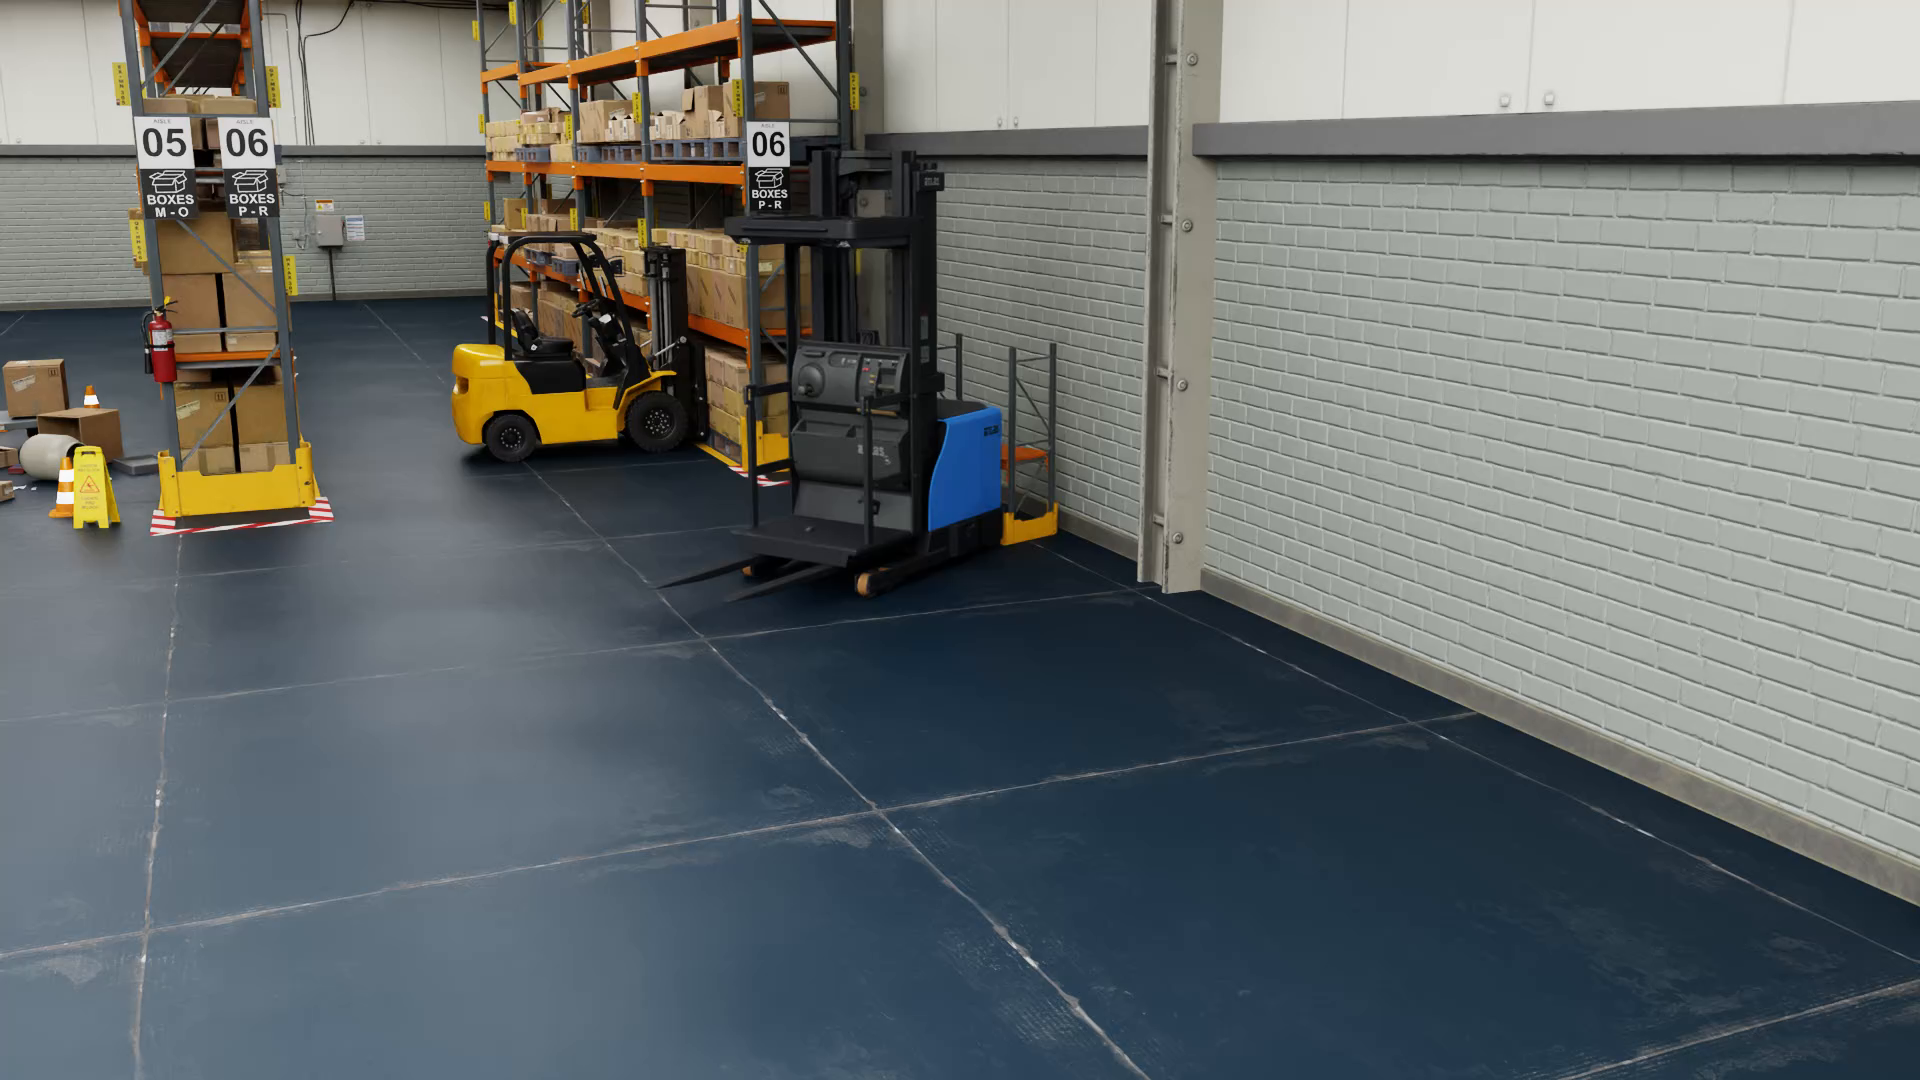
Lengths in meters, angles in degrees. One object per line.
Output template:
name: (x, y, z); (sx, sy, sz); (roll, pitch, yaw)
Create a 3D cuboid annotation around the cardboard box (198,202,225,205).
cardboard box: (-7.479, -3.005, 16.104); (0.700, 0.500, 0.500); (-6, 14, -23)

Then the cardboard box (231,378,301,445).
cardboard box: (-6.118, -1.143, 14.660); (0.500, 0.500, 0.500); (-6, 14, -25)

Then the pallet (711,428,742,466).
pallet: (-1.837, -0.961, 16.554); (1.003, 0.211, 1.213); (-6, 14, -23)

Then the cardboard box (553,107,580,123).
cardboard box: (-5.977, -6.475, 25.367); (0.396, 0.266, 0.258); (-6, 14, -23)

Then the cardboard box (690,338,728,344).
cardboard box: (-2.783, -2.007, 17.840); (0.500, 0.250, 0.500); (-5, 14, -21)

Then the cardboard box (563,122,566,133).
cardboard box: (-5.267, -5.704, 23.000); (0.380, 0.149, 0.250); (-6, 14, -25)

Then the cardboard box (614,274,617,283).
cardboard box: (-4.127, -3.314, 20.868); (0.500, 0.250, 0.500); (-5, 14, -21)

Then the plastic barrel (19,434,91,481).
plastic barrel: (-8.253, -0.751, 15.176); (0.512, 0.421, 0.421); (4, 14, 16)

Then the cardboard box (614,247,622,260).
cardboard box: (-3.938, -3.452, 20.358); (0.500, 0.250, 0.500); (-5, 14, -22)

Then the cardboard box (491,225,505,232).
cardboard box: (-7.966, -5.425, 29.329); (0.500, 0.250, 0.500); (-6, 14, -23)

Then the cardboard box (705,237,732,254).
cardboard box: (-2.323, -2.932, 16.564); (0.380, 0.149, 0.250); (-5, 14, -22)

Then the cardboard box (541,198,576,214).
cardboard box: (-6.652, -5.413, 27.617); (0.500, 0.500, 0.500); (-6, 14, -25)

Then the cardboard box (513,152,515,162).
cardboard box: (-7.003, -6.189, 26.865); (0.380, 0.149, 0.250); (-6, 14, -23)

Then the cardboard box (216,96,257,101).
cardboard box: (-7.717, -4.638, 17.897); (0.500, 0.250, 0.500); (-6, 14, -24)

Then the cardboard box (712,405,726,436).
cardboard box: (-2.160, -1.202, 16.580); (0.500, 0.250, 0.500); (-6, 14, -23)

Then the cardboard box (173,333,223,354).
cardboard box: (-6.384, -1.652, 13.912); (0.380, 0.149, 0.250); (-5, 14, -21)

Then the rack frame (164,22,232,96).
rack frame: (-12.448, -7.945, 27.239); (1.000, 3.000, 0.127); (-6, 14, -23)

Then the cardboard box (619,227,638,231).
cardboard box: (-4.381, -4.134, 22.419); (0.380, 0.149, 0.250); (-5, 14, -21)

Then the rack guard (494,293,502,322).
rack guard: (-7.871, -4.237, 30.070); (1.175, 0.500, 0.348); (-6, 14, -23)

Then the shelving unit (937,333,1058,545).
shelving unit: (0.186, -0.822, 13.097); (1.083, 1.500, 0.587); (13, 18, 43)

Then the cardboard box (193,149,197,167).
cardboard box: (-6.643, -3.210, 13.992); (0.380, 0.149, 0.250); (-5, 14, -21)

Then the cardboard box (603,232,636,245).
cardboard box: (-4.312, -3.825, 21.083); (0.380, 0.149, 0.250); (-5, 14, -22)

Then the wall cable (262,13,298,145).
wall cable: (-14.294, -9.162, 32.498); (2.355, 3.000, 0.029); (-6, 14, -23)

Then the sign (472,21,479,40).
sign: (-8.399, -8.838, 28.854); (0.100, 0.325, 0.005); (-6, 14, -23)

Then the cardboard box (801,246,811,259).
cardboard box: (-1.431, -2.764, 15.839); (0.380, 0.149, 0.250); (-6, 14, -24)

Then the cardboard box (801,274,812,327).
cardboard box: (-1.436, -2.341, 16.113); (0.500, 0.500, 0.500); (-5, 14, -21)

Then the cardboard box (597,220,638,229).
cardboard box: (-4.760, -4.192, 23.176); (0.500, 0.500, 0.500); (-5, 14, -20)

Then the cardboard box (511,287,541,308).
cardboard box: (-7.316, -4.024, 28.218); (0.500, 0.500, 0.500); (-5, 14, -22)

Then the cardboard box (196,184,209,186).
cardboard box: (-12.115, -5.561, 26.369); (0.380, 0.149, 0.250); (-5, 14, -22)

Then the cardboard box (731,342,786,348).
cardboard box: (-2.104, -1.948, 17.581); (0.500, 0.250, 0.500); (-6, 14, -24)

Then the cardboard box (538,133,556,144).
cardboard box: (-5.905, -5.824, 24.133); (0.380, 0.149, 0.250); (-5, 14, -22)

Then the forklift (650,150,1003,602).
forklift: (-0.887, -1.162, 11.390); (1.130, 2.935, 3.031); (8, 15, 31)

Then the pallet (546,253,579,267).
pallet: (-5.480, -4.126, 24.470); (1.003, 0.211, 1.213); (-6, 14, -23)

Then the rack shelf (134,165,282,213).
rack shelf: (-6.840, -3.240, 15.161); (1.077, 0.370, 4.000); (-6, 14, -23)

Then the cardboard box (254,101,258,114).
cardboard box: (-6.153, -3.643, 14.096); (0.380, 0.149, 0.250); (-6, 14, -23)

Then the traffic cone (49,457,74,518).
traffic cone: (-7.393, -0.453, 13.799); (0.336, 0.463, 0.334); (-6, 14, -23)

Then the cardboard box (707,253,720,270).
cardboard box: (-2.304, -2.789, 16.607); (0.380, 0.149, 0.250); (-6, 14, -25)

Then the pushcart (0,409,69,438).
pushcart: (-9.710, -1.049, 16.565); (1.648, 0.377, 0.936); (-12, 18, -42)

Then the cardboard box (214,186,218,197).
cardboard box: (-10.993, -5.237, 24.965); (0.380, 0.149, 0.250); (-6, 14, -24)

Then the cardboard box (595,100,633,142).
cardboard box: (-4.222, -5.200, 20.656); (0.500, 0.500, 0.500); (-5, 14, -22)

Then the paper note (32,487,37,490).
paper note: (-8.259, -0.459, 14.832); (0.032, 0.001, 0.123); (-6, 14, -23)

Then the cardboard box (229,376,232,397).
cardboard box: (-7.427, -1.517, 16.276); (0.500, 0.500, 0.500); (-5, 14, -21)

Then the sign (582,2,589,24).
sign: (-5.793, -8.151, 25.707); (0.100, 0.325, 0.005); (-6, 14, -23)

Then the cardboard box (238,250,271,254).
cardboard box: (-7.235, -2.667, 16.859); (0.500, 0.500, 0.500); (-6, 14, -24)

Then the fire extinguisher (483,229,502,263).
fire extinguisher: (-8.384, -5.240, 29.858); (0.296, 0.674, 0.183); (-6, 14, -23)

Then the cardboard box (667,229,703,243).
cardboard box: (-3.035, -3.364, 18.434); (0.380, 0.149, 0.250); (-5, 14, -22)

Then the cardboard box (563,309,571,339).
cardboard box: (-5.466, -3.085, 24.160); (0.500, 0.500, 0.500); (-5, 14, -21)

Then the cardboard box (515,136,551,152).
cardboard box: (-6.722, -6.255, 26.263); (0.500, 0.250, 0.500); (-6, 14, -23)

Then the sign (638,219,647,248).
sign: (-3.588, -3.466, 18.802); (0.100, 0.325, 0.005); (-6, 14, -23)

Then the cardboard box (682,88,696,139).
cardboard box: (-2.411, -4.345, 16.955); (0.797, 0.503, 0.637); (-5, 14, -21)

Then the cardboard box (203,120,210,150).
cardboard box: (-6.419, -3.587, 14.736); (0.500, 0.250, 0.500); (-5, 14, -21)

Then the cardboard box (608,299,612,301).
cardboard box: (-4.899, -3.423, 24.180); (0.380, 0.149, 0.250); (-6, 14, -26)

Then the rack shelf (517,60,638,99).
rack shelf: (-5.498, -6.609, 23.950); (1.077, 0.370, 4.000); (-6, 14, -23)

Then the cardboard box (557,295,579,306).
cardboard box: (-5.819, -3.585, 24.881); (0.380, 0.149, 0.250); (-5, 14, -21)

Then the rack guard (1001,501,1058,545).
rack guard: (0.540, -0.134, 12.897); (0.087, 0.250, 0.587); (13, 18, 43)

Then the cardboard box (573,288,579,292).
cardboard box: (-5.887, -3.897, 26.231); (0.380, 0.149, 0.250); (-6, 14, -25)

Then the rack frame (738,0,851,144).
rack frame: (-1.492, -5.088, 14.897); (1.000, 3.000, 0.127); (-6, 14, -23)
